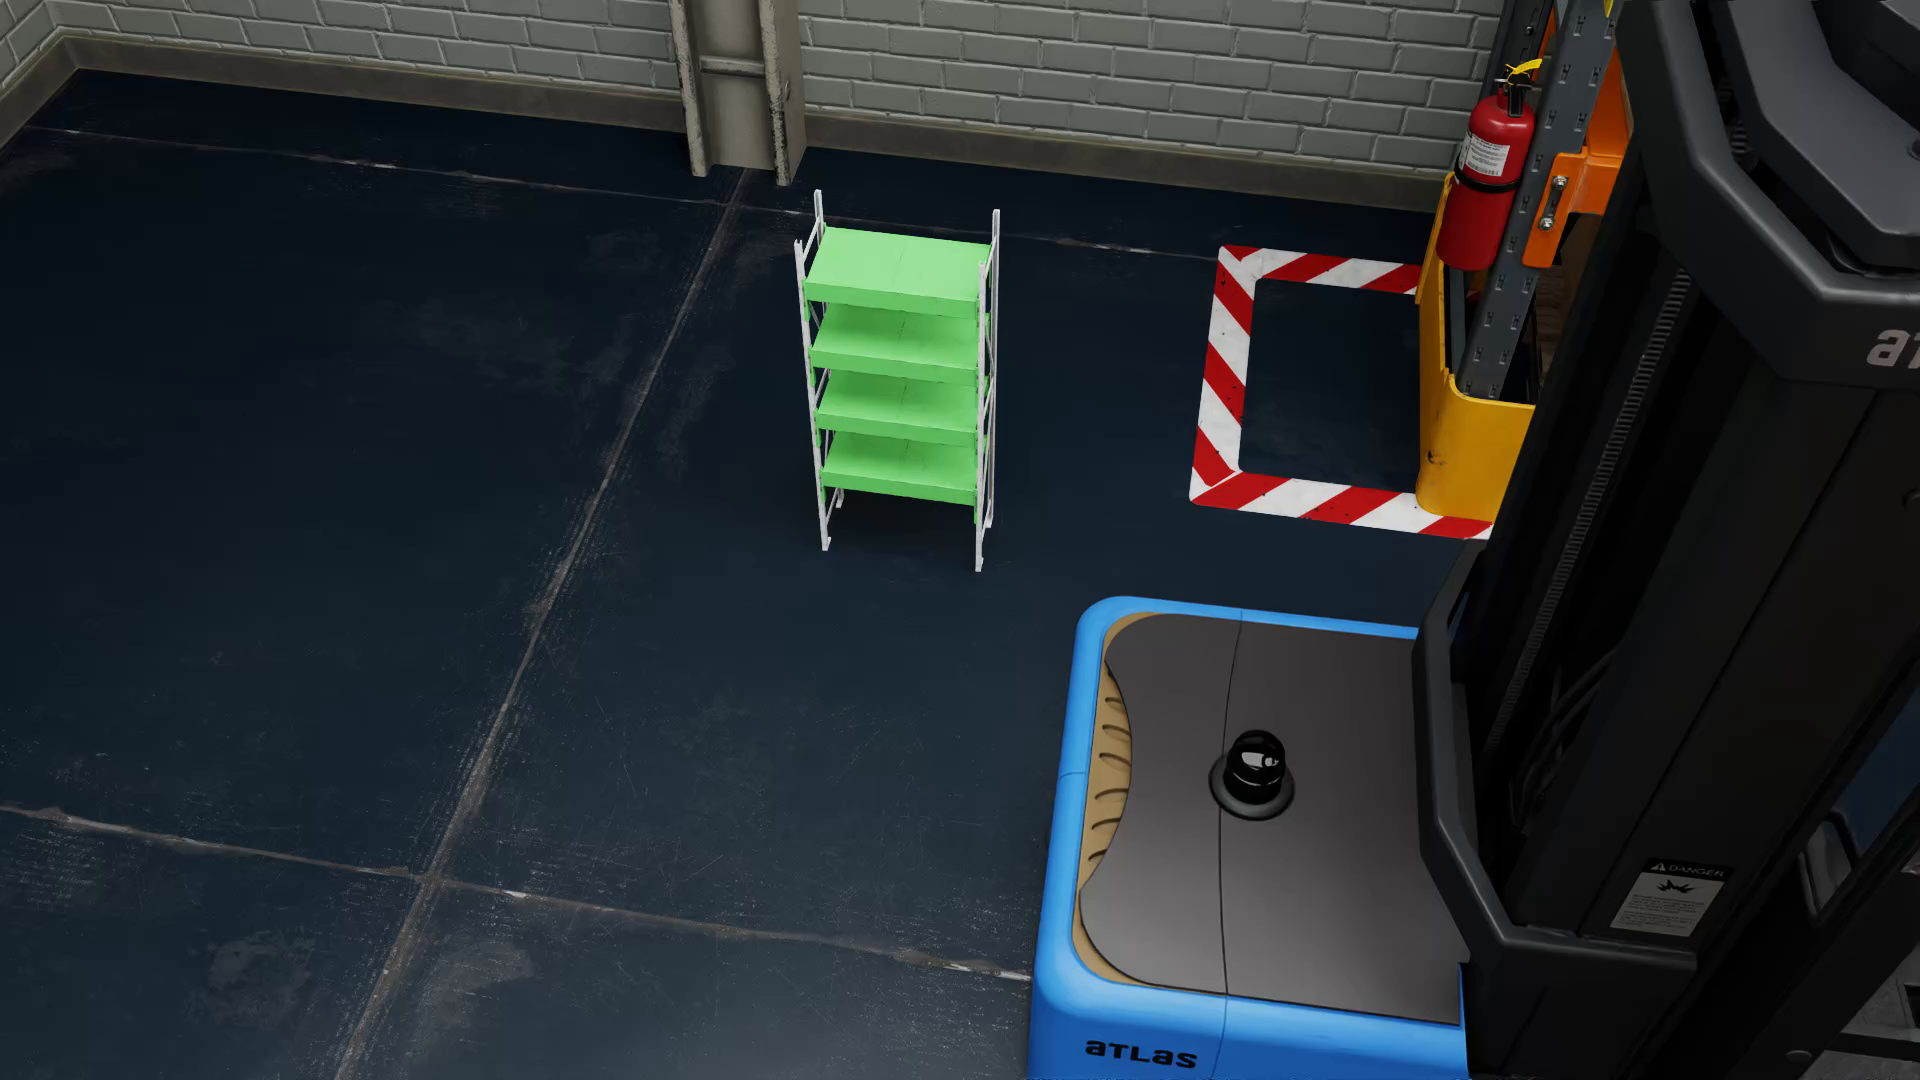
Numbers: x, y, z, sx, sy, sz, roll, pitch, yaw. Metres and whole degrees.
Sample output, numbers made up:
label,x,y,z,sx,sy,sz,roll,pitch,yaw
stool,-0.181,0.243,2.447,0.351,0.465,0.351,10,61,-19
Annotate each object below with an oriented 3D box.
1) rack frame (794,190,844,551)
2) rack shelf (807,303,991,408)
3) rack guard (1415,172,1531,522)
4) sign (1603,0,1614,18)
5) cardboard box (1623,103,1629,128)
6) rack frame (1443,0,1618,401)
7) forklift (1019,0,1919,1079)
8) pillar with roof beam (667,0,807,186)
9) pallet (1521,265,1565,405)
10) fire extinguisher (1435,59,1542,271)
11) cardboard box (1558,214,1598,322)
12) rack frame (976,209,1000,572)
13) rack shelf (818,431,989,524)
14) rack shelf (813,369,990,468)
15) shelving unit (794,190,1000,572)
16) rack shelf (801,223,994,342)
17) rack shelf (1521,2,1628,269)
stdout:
label,x,y,z,sx,sy,sz,roll,pitch,yaw
rack frame,-0.403,-0.455,4.852,0.015,1.200,0.240,8,49,7
rack shelf,-0.163,-0.541,4.692,0.480,0.148,0.258,8,49,7
rack guard,1.735,-0.661,5.508,0.348,0.500,1.175,8,49,7
sign,1.564,-1.399,3.908,0.005,0.325,0.100,8,49,7
cardboard box,1.935,-1.179,4.461,0.250,0.149,0.380,7,48,7
rack frame,1.661,-1.507,4.587,0.127,3.000,1.000,8,49,7
forklift,1.679,0.366,2.951,3.031,2.935,1.130,6,48,5
pillar with roof beam,-1.598,-1.377,0.438,0.400,9.000,9.100,8,49,7
pallet,2.520,-0.460,5.522,1.213,0.211,1.003,8,49,7
fire extinguisher,1.434,-1.037,4.468,0.183,0.674,0.296,8,49,7
cardboard box,2.246,-0.663,5.225,0.637,0.503,0.797,6,48,5
rack frame,0.077,-0.391,4.794,0.015,1.200,0.240,8,49,7
rack shelf,-0.163,-0.220,5.049,0.480,0.148,0.258,8,49,7
rack shelf,-0.163,-0.380,4.871,0.480,0.148,0.258,8,49,7
shelving unit,-0.163,-0.423,4.823,0.503,1.200,0.258,8,49,7
rack shelf,-0.163,-0.701,4.514,0.480,0.148,0.258,8,49,7
rack shelf,3.629,-1.002,4.617,4.000,0.370,1.077,8,49,7
